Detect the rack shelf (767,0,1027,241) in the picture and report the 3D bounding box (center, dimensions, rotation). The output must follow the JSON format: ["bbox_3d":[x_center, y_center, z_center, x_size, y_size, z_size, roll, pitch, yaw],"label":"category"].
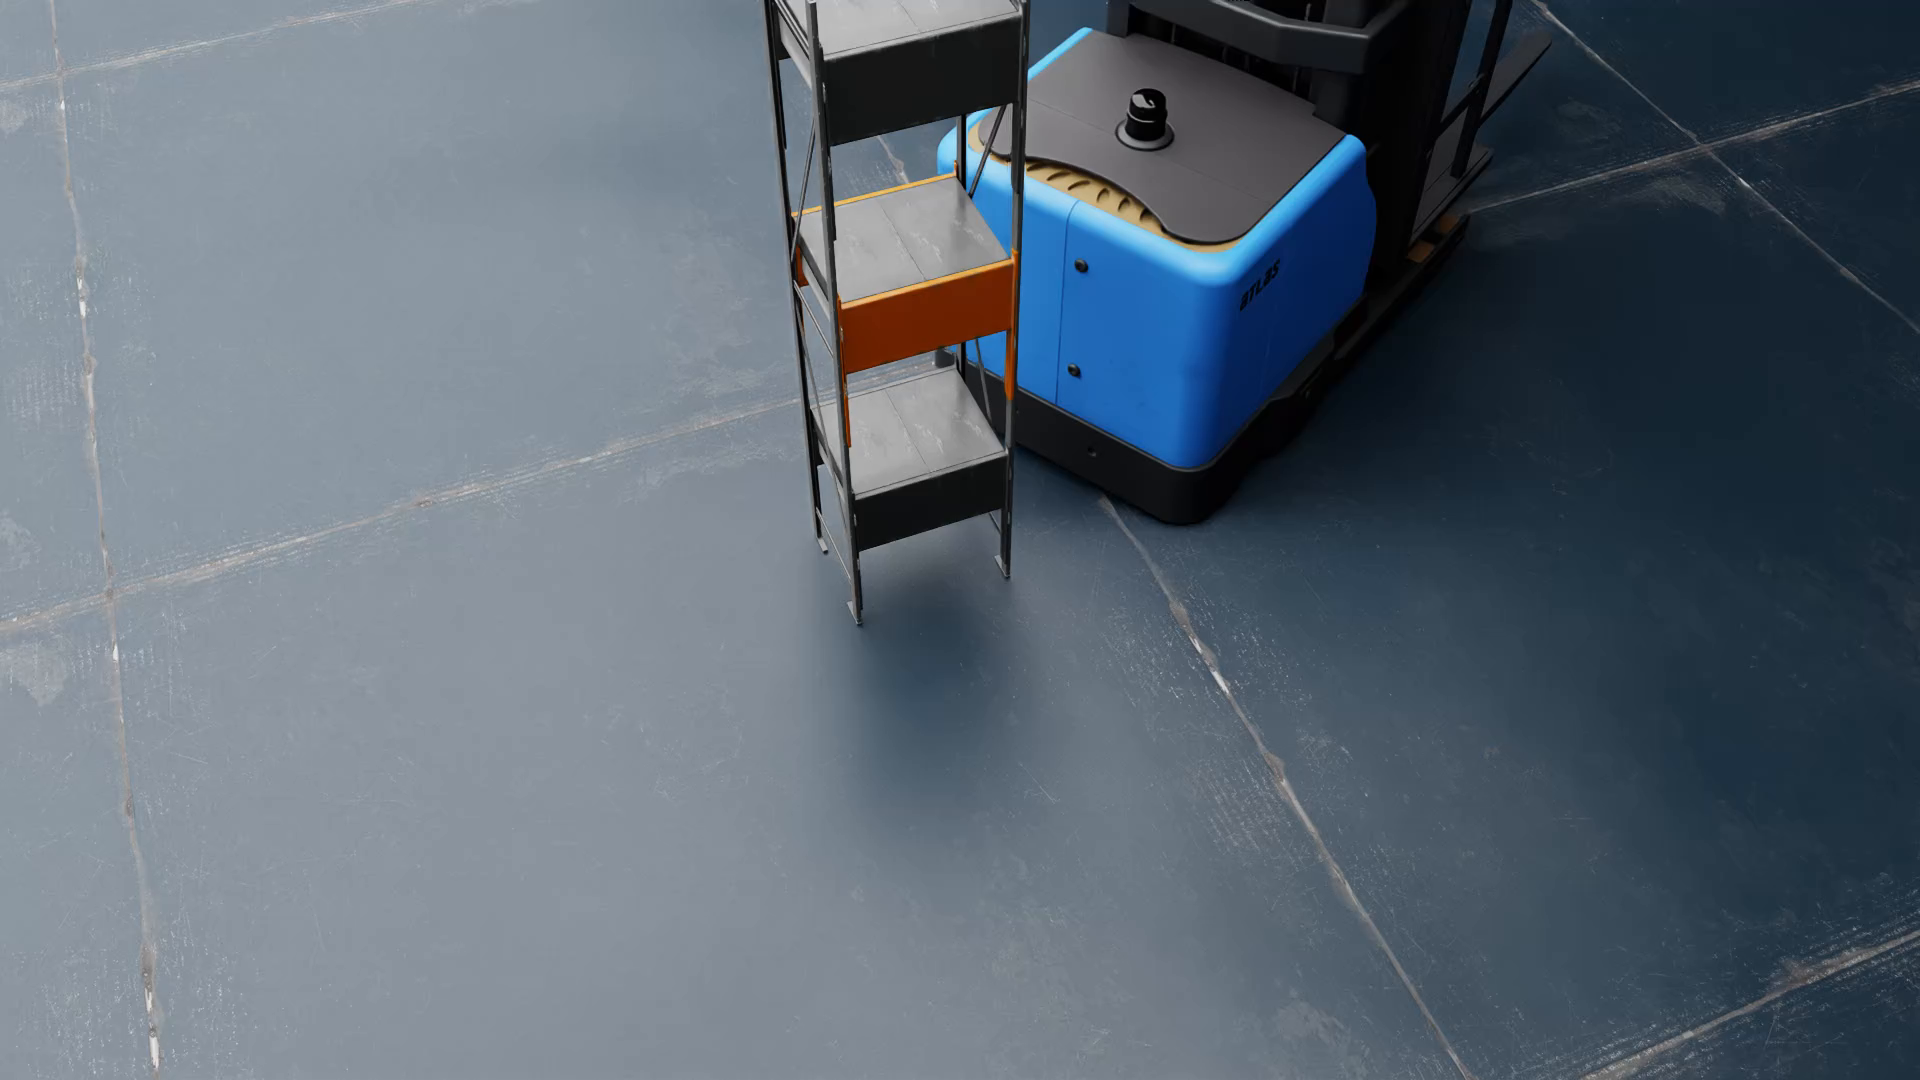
[{"bbox_3d":[-0.153,-1.084,3.892,0.480,0.518,0.431,-17,52,-14],"label":"rack shelf"}]

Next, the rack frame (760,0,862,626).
[{"bbox_3d":[-0.379,-0.567,4.353,0.015,2.100,0.400,-17,52,-14],"label":"rack frame"}]

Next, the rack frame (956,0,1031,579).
[{"bbox_3d":[0.073,-0.707,4.473,0.015,2.100,0.400,-17,52,-14],"label":"rack frame"}]

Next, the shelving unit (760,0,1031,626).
[{"bbox_3d":[-0.153,-0.637,4.413,0.503,2.100,0.431,-17,52,-14],"label":"shelving unit"}]

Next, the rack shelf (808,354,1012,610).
[{"bbox_3d":[-0.153,-0.172,4.954,0.480,0.518,0.431,-17,52,-14],"label":"rack shelf"}]

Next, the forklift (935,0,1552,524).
[{"bbox_3d":[1.208,-2.082,5.106,1.130,2.935,3.031,30,56,23],"label":"forklift"}]

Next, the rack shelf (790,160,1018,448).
[{"bbox_3d":[-0.153,-0.628,4.423,0.480,0.518,0.431,-17,52,-14],"label":"rack shelf"}]
